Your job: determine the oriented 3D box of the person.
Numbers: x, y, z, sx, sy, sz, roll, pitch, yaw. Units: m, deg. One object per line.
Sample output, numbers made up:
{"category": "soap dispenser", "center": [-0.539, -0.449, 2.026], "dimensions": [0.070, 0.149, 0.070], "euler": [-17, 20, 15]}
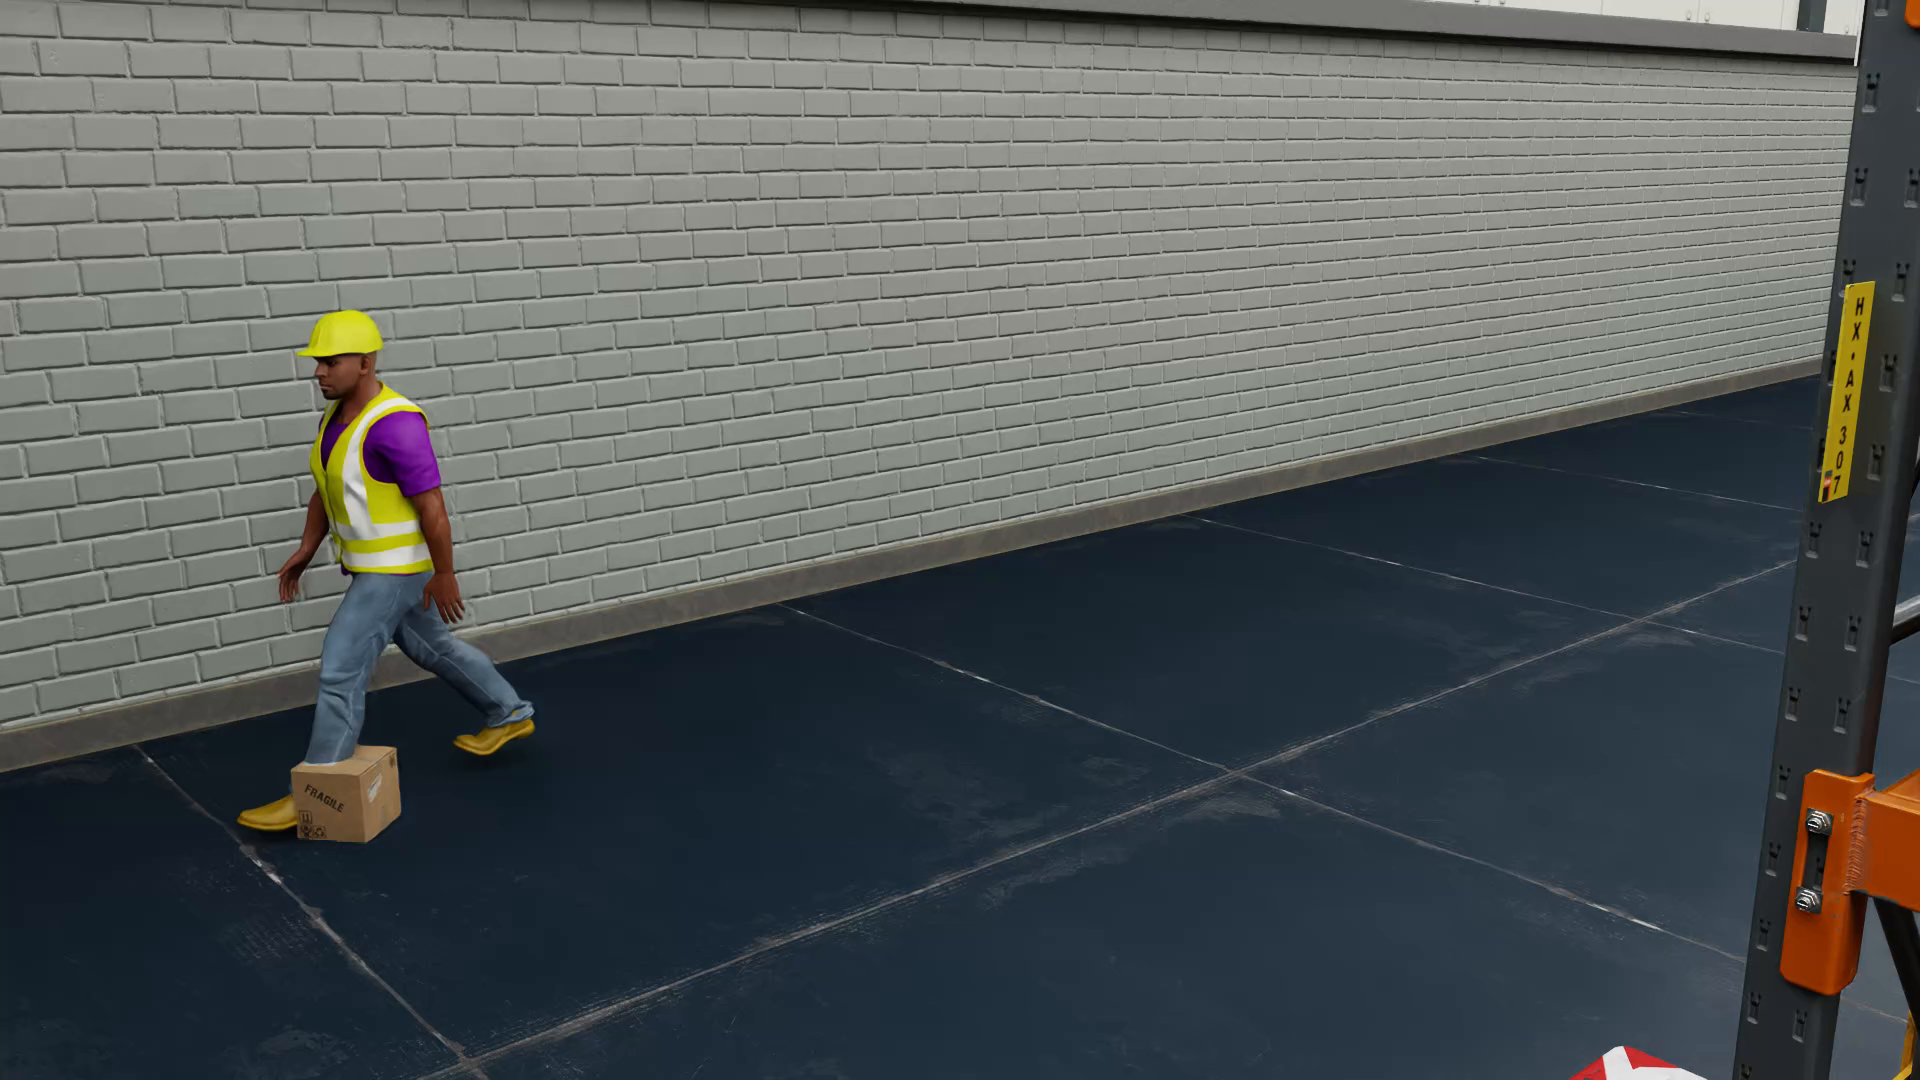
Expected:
{"category": "person", "center": [-1.997, 0.069, 5.690], "dimensions": [1.114, 1.709, 0.577], "euler": [-10, 17, -36]}
